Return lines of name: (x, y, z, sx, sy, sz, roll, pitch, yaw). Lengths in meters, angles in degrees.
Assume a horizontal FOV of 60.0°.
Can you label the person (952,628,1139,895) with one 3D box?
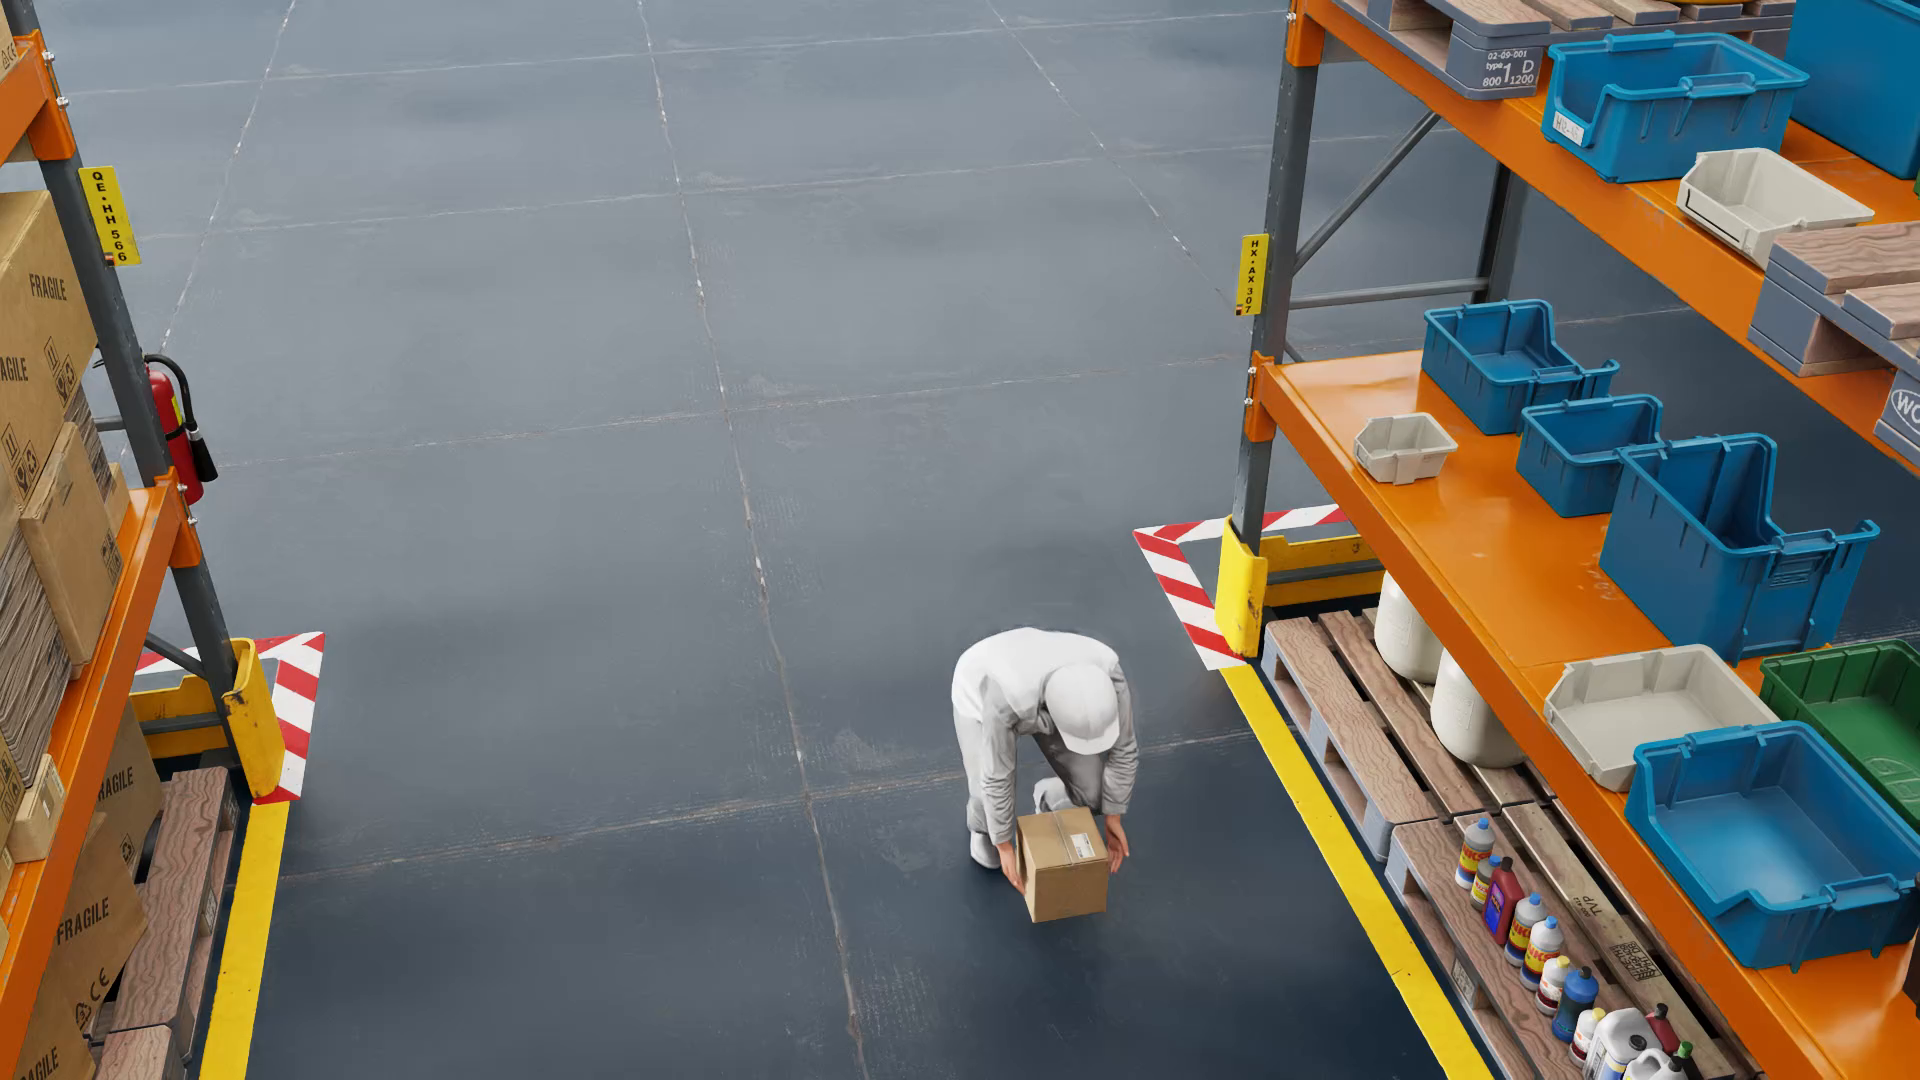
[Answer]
person: (0.290, 0.688, 5.704, 0.556, 1.105, 0.869, -7, 35, -11)
